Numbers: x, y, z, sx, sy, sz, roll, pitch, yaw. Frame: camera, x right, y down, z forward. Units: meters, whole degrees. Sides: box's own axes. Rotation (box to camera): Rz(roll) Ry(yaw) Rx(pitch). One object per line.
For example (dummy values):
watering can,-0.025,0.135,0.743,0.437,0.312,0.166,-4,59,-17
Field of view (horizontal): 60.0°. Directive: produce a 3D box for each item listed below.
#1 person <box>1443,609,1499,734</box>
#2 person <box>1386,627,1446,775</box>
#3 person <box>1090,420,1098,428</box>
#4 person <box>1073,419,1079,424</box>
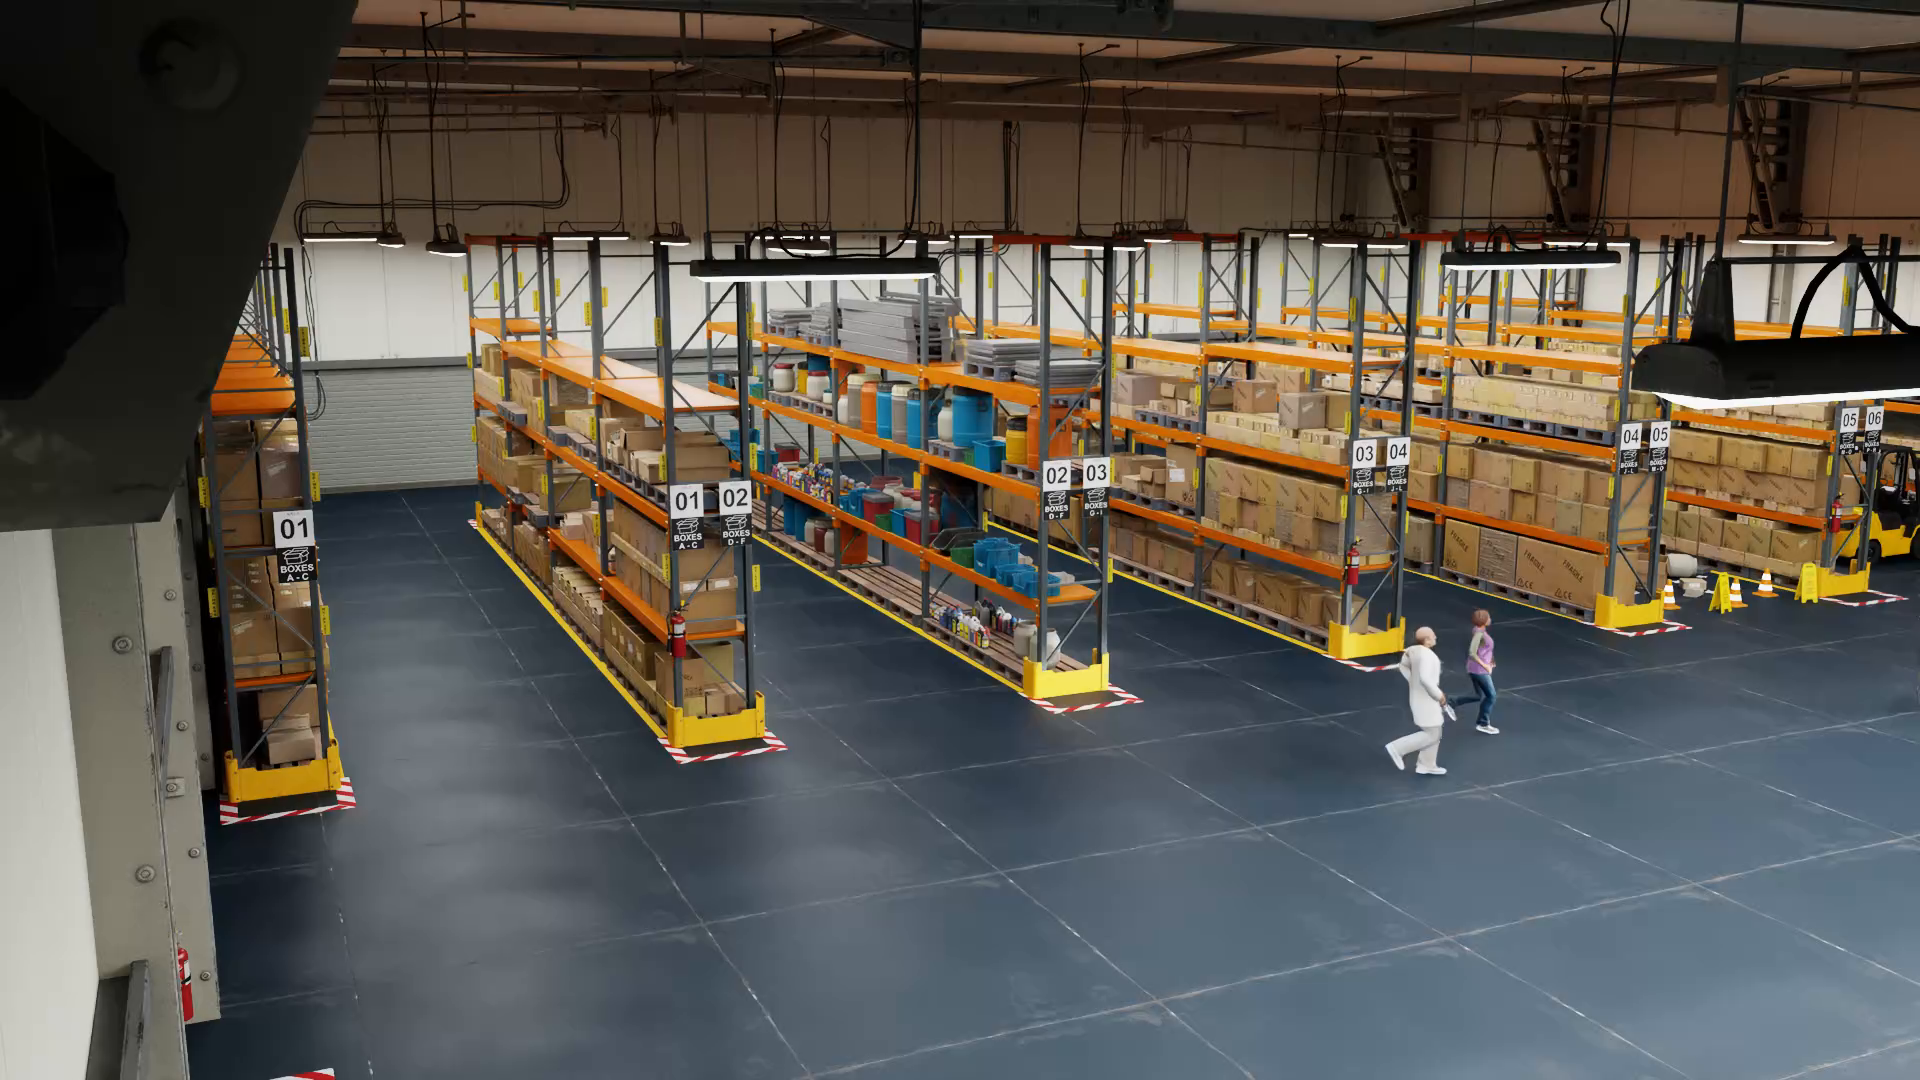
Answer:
person,6.371,1.624,20.640,0.700,1.575,0.552,2,11,11
person,5.254,1.851,19.048,0.756,1.752,0.719,0,11,-1
person,3.129,-2.374,41.150,0.613,1.596,0.515,8,13,35
person,2.662,-2.034,39.317,0.667,1.620,0.923,-1,11,-4
